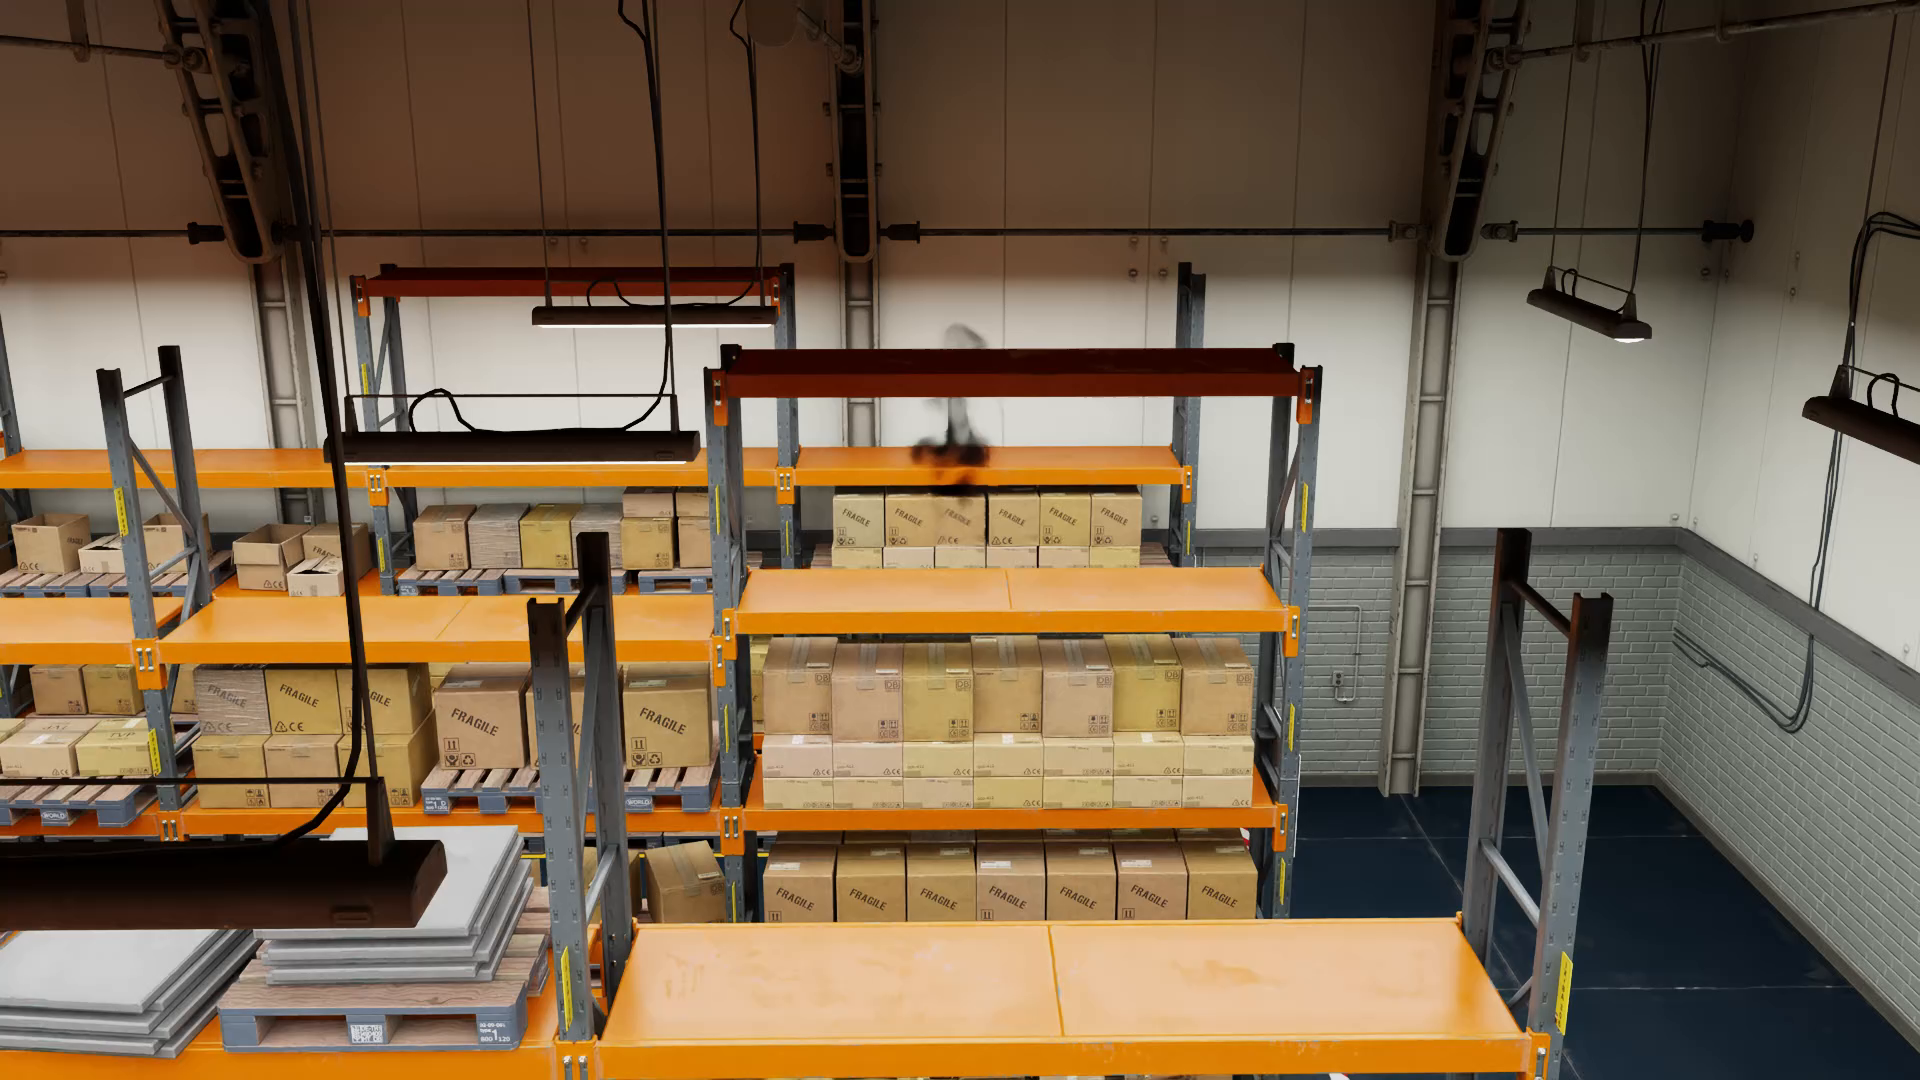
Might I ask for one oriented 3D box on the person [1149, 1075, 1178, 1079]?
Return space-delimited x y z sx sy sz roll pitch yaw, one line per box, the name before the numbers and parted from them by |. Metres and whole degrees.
person | 1.415 4.169 11.147 0.678 1.712 0.729 -3 16 -11
